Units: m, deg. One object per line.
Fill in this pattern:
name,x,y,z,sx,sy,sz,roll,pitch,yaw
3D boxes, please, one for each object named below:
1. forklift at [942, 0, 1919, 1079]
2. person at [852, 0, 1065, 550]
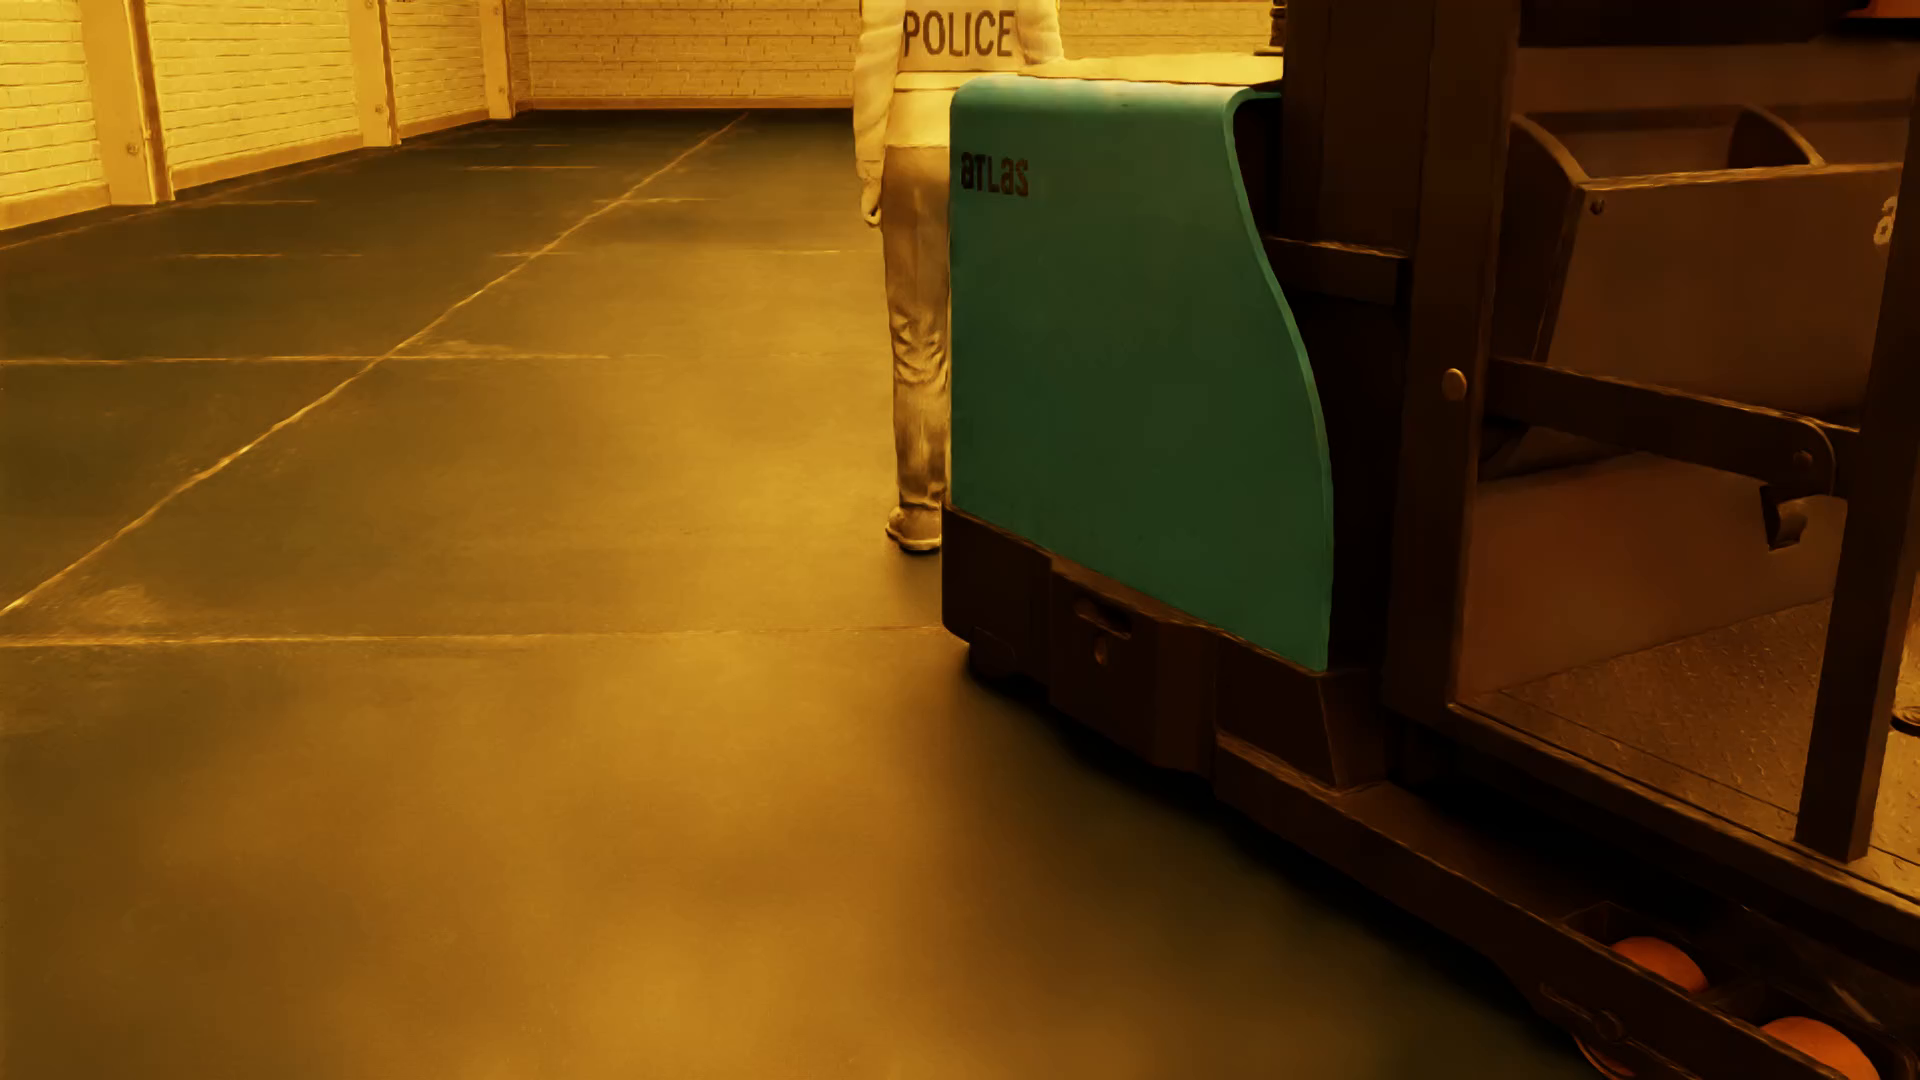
forklift,1.159,-0.887,1.807,1.130,2.935,3.031,-10,20,-30
person,-0.002,-0.811,3.686,0.463,1.692,0.337,-1,17,-3
